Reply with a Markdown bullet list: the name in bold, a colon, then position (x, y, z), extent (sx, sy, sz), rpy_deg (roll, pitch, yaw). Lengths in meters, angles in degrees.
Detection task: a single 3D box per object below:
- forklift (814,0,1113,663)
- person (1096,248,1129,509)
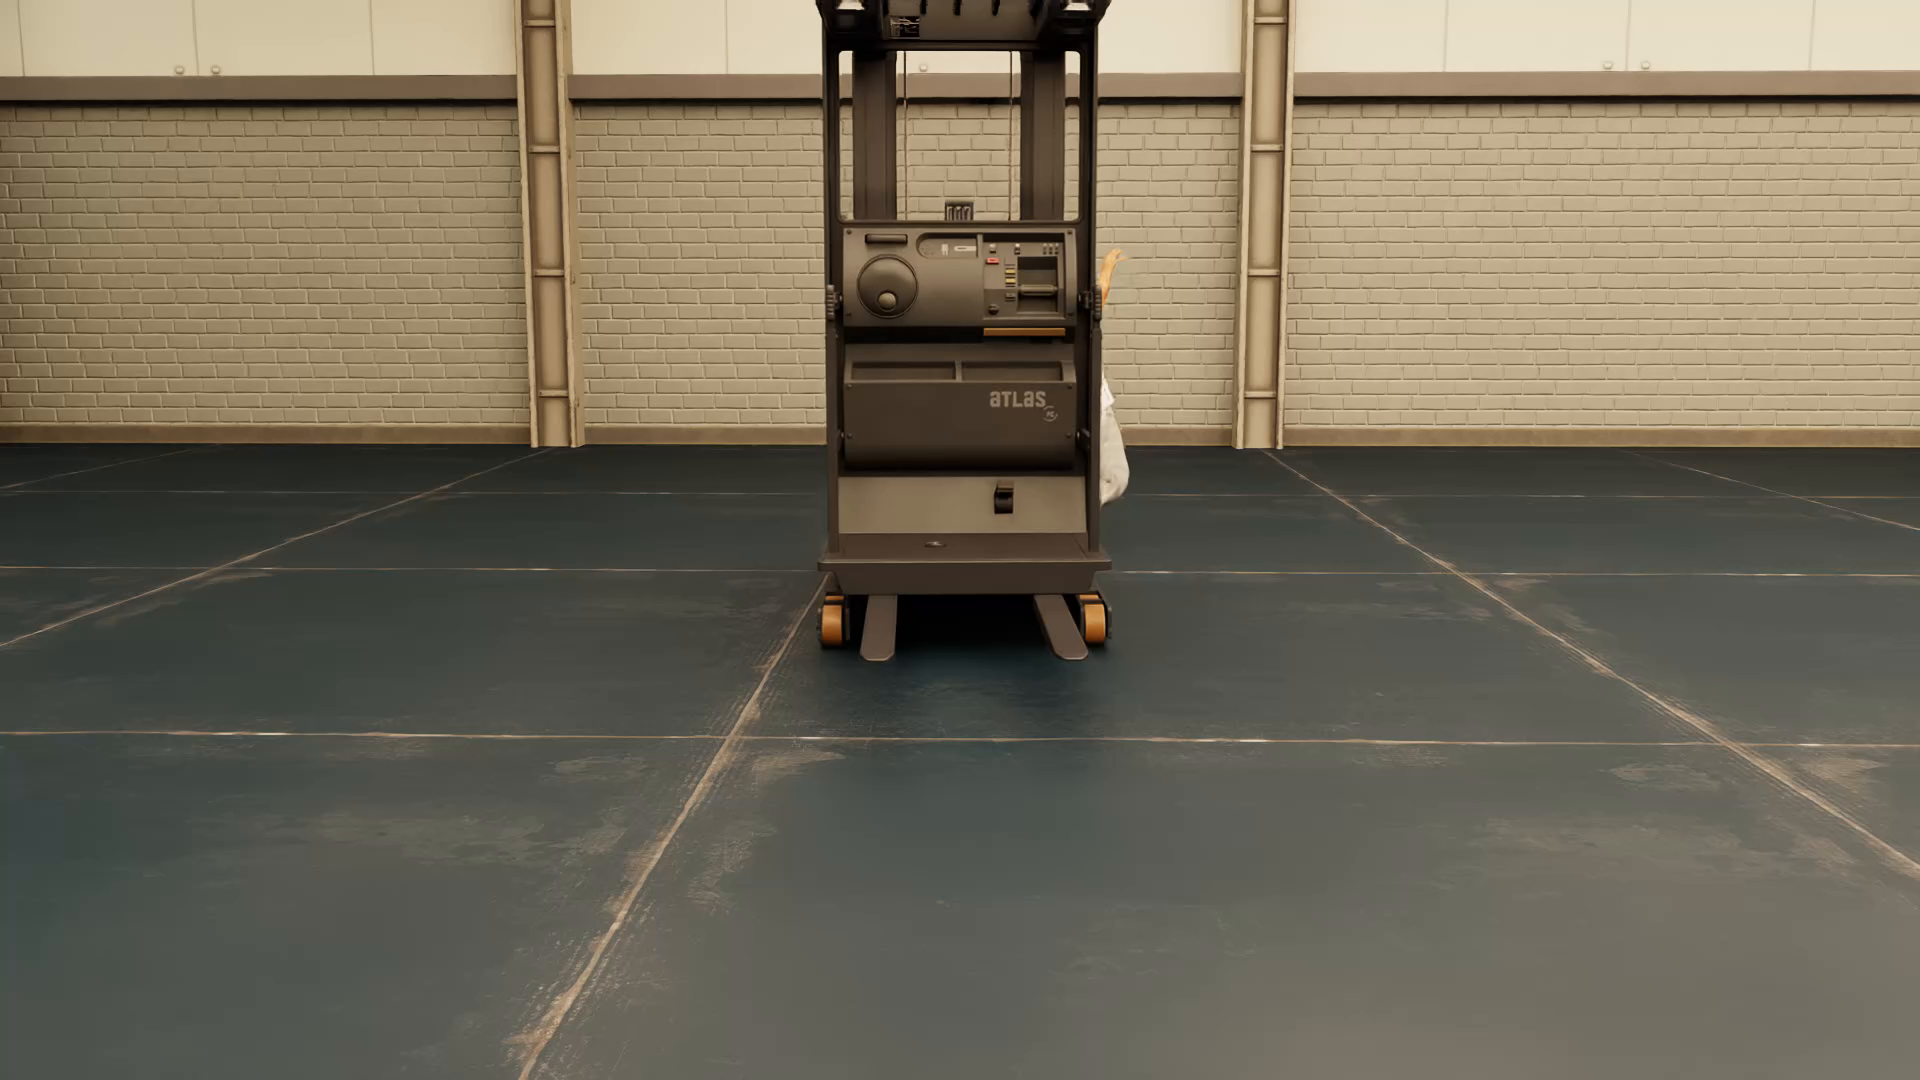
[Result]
- **forklift**: position (0.007, -1.089, 6.421), extent (1.130, 2.935, 3.031), rpy_deg (0, 9, -1)
- **person**: position (0.532, -0.786, 9.068), extent (0.753, 1.579, 0.964), rpy_deg (-3, 9, -21)
